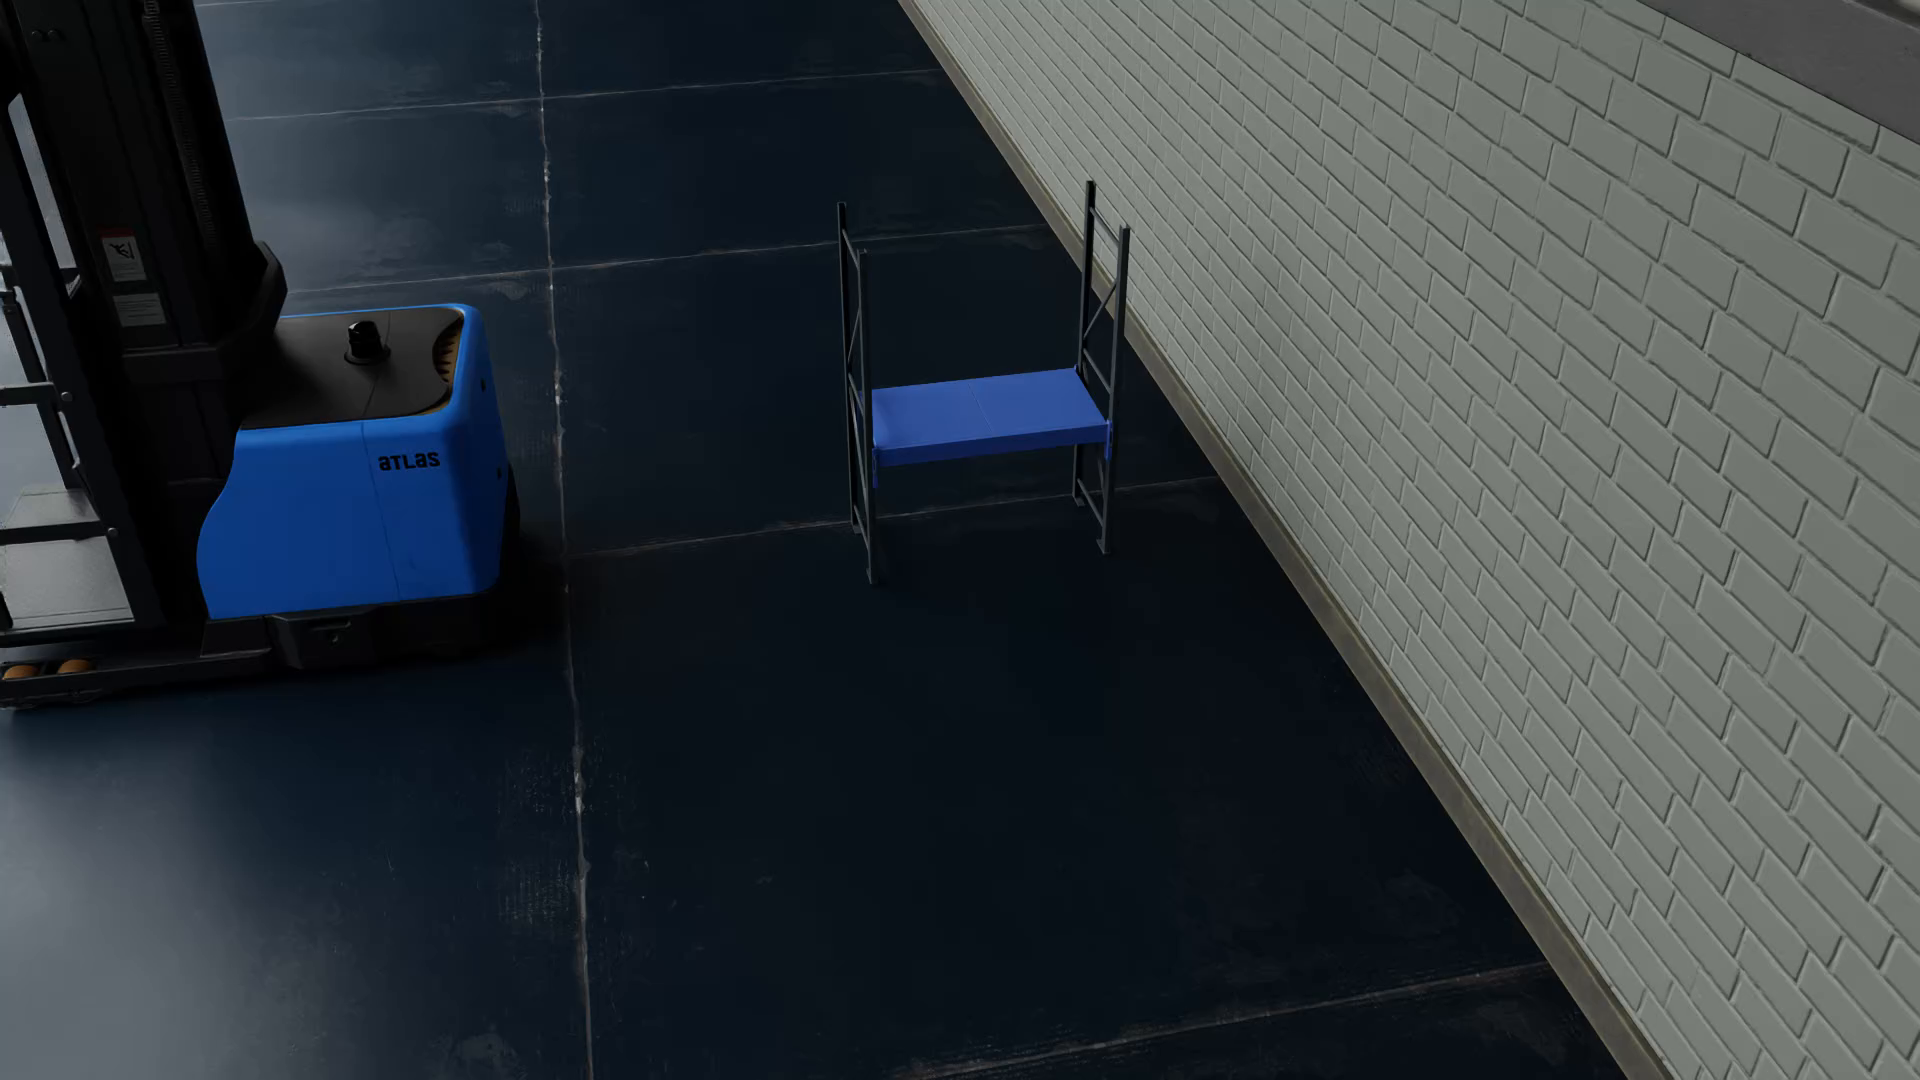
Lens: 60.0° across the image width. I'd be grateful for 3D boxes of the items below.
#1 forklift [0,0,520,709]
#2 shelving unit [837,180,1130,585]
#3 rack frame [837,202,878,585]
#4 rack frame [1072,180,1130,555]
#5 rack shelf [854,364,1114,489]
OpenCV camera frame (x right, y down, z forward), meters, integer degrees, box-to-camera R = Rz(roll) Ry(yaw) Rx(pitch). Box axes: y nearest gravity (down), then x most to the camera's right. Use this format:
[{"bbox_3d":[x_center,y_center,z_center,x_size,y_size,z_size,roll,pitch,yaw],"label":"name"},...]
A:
[{"bbox_3d":[-3.348,-0.896,5.955,3.031,2.935,1.130,-6,34,-8],"label":"forklift"},{"bbox_3d":[0.083,-0.633,6.848,1.048,1.500,0.538,-7,35,-11],"label":"shelving unit"},{"bbox_3d":[-0.413,-0.571,6.755,0.032,1.500,0.500,-7,35,-11],"label":"rack frame"},{"bbox_3d":[0.579,-0.696,6.941,0.032,1.500,0.500,-7,35,-11],"label":"rack frame"},{"bbox_3d":[0.083,-0.484,6.948,1.000,0.185,0.538,-7,35,-11],"label":"rack shelf"}]
